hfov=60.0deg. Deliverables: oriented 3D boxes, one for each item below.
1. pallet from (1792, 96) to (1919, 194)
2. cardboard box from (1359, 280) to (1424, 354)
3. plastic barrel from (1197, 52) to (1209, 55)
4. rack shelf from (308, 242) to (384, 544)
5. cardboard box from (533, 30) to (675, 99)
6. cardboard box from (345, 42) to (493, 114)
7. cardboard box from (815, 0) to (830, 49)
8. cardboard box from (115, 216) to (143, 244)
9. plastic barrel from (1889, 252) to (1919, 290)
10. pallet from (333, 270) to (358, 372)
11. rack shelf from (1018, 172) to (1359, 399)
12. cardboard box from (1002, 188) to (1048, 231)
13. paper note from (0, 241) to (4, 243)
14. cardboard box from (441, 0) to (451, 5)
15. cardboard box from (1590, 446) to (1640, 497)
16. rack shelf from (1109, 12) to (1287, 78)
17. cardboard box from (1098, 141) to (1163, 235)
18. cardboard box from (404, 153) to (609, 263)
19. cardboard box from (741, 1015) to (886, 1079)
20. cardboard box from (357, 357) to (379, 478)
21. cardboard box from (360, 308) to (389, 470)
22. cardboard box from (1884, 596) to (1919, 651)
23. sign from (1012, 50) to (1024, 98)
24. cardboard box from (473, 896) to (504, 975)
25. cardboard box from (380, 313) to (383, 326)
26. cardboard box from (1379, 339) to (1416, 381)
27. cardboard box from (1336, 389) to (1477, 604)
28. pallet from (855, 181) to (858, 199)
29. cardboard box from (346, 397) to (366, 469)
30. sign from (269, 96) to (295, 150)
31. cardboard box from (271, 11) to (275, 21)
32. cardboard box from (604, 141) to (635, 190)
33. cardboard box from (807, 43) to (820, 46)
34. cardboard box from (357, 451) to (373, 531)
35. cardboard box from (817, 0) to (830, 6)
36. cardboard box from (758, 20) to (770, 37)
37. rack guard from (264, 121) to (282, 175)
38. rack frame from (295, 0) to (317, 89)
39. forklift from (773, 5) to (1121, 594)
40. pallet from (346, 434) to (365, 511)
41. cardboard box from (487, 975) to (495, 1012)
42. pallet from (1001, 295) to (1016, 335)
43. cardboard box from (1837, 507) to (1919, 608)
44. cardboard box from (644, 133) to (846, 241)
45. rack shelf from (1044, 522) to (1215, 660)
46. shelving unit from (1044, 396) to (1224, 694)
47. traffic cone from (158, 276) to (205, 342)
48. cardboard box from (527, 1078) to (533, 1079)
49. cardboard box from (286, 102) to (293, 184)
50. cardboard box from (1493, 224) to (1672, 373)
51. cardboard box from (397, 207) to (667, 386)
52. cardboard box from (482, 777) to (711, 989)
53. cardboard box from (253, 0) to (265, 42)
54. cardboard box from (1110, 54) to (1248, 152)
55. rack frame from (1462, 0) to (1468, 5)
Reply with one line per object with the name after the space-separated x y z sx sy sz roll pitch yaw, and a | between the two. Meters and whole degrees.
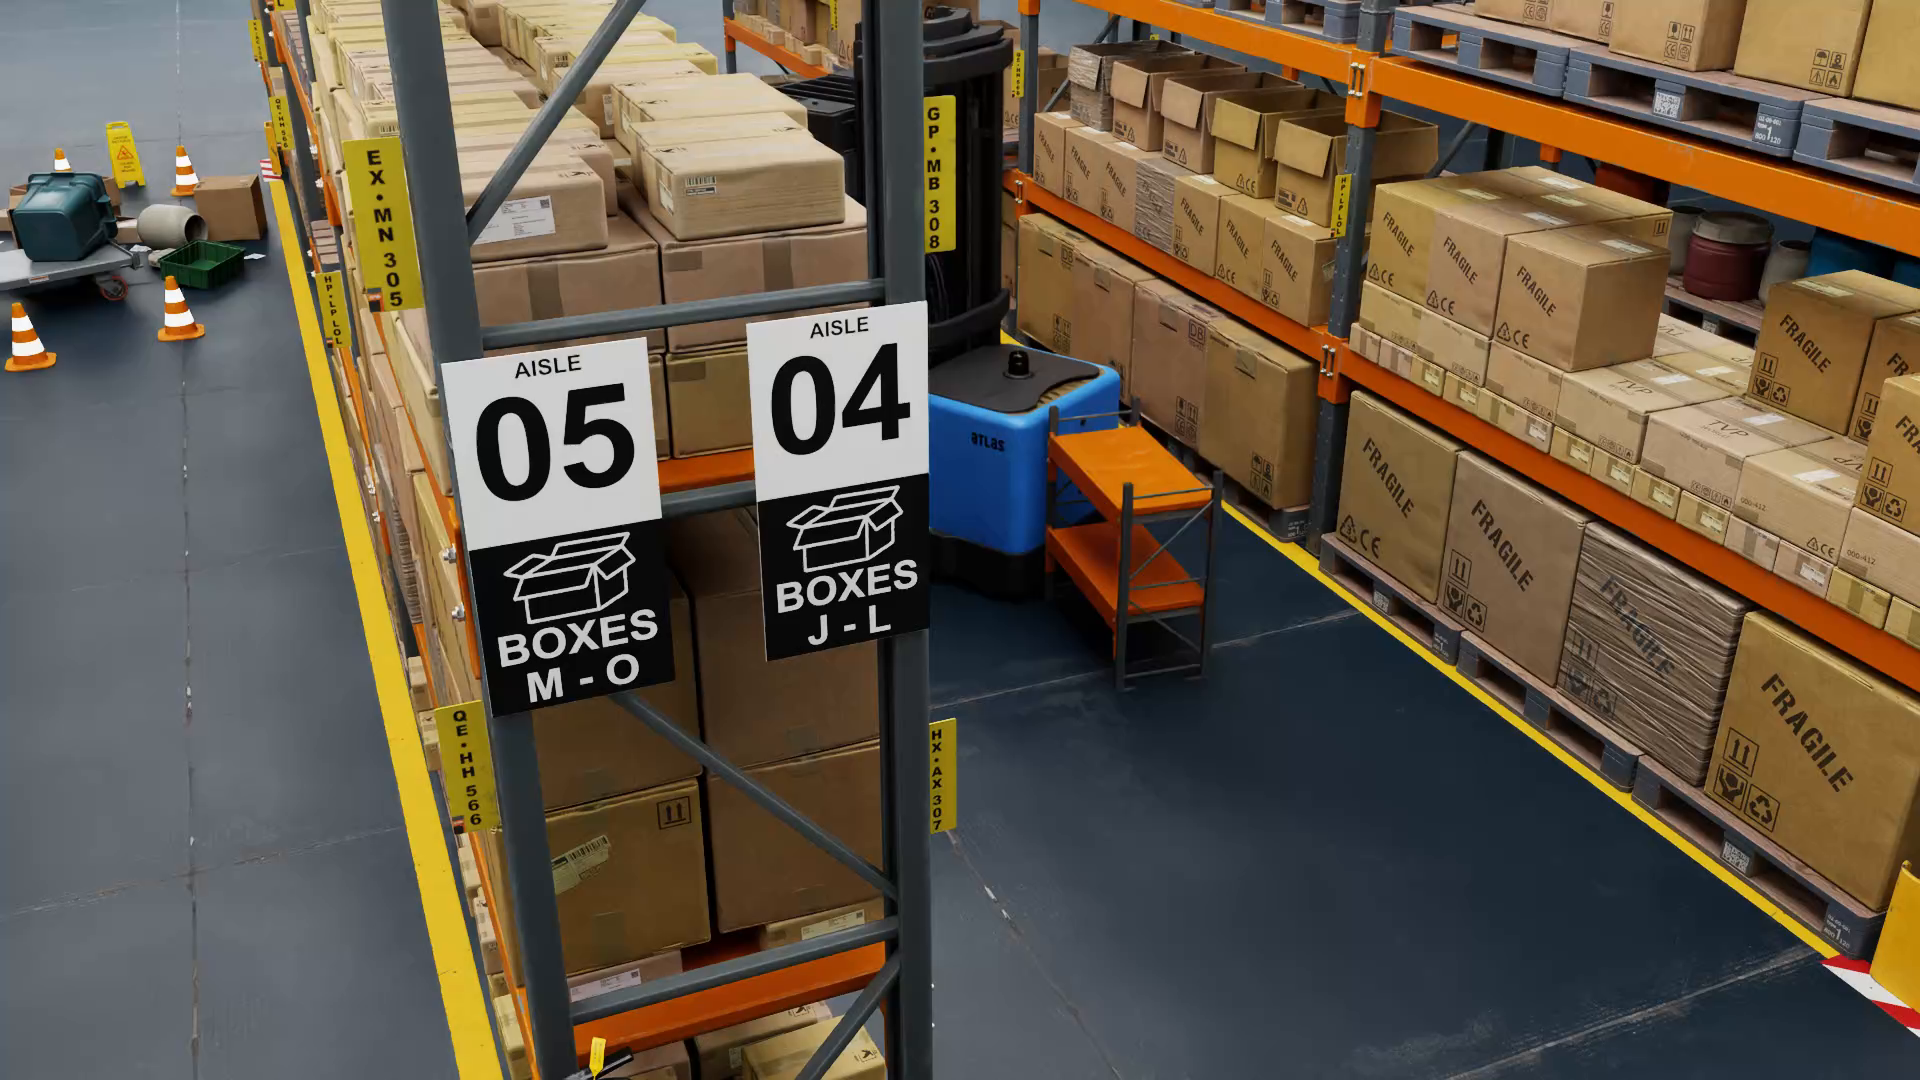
3.748 -1.343 5.764 1.003 0.211 1.213 -11 28 -21 | pallet
2.425 -1.184 8.588 0.500 0.250 0.500 -11 28 -22 | cardboard box
2.864 -5.664 20.288 0.421 0.512 0.421 0 26 0 | plastic barrel
-2.905 -1.025 9.250 1.077 0.370 4.000 -11 28 -21 | rack shelf
-1.054 -1.412 4.952 0.380 0.149 0.250 -10 28 -19 | cardboard box
-1.538 -1.319 4.761 0.380 0.149 0.250 -11 28 -22 | cardboard box
-0.934 -5.161 16.448 0.875 0.500 0.500 -11 28 -21 | cardboard box
-7.623 -2.919 15.426 0.396 0.266 0.258 -6 27 -12 | cardboard box
6.842 -1.672 11.668 0.600 0.901 0.708 -11 28 -21 | plastic barrel
-2.875 -1.277 9.166 1.003 0.211 1.213 -11 28 -21 | pallet
1.698 -1.836 10.912 1.077 0.370 4.000 -11 28 -21 | rack shelf
0.625 -2.644 13.239 0.500 0.250 0.500 -9 28 -19 | cardboard box
-8.940 -2.746 15.353 0.148 0.019 0.142 -1 26 -3 | paper note
-2.004 -1.859 5.866 0.380 0.149 0.250 -11 28 -21 | cardboard box
3.007 -0.329 7.291 0.380 0.149 0.250 -10 28 -20 | cardboard box
3.123 -5.917 19.270 1.077 0.370 4.000 -11 28 -21 | rack shelf
1.263 -2.355 11.041 0.500 0.500 0.500 -11 28 -22 | cardboard box
-0.956 -0.694 3.481 0.380 0.149 0.250 -11 28 -21 | cardboard box
-0.448 1.629 5.087 0.380 0.149 0.250 -12 28 -23 | cardboard box
-2.160 -0.476 6.853 0.500 0.500 0.500 -11 28 -22 | cardboard box
-1.783 -0.529 5.823 0.500 0.500 0.500 -10 28 -20 | cardboard box
3.606 0.288 6.027 0.380 0.149 0.250 -10 28 -20 | cardboard box
0.420 -3.355 11.973 0.100 0.325 0.005 -11 28 -21 | sign
-1.459 1.321 5.719 0.380 0.149 0.250 -10 28 -19 | cardboard box
-1.365 -0.752 4.623 0.500 0.250 0.500 -9 28 -18 | cardboard box
2.394 -0.957 8.577 0.380 0.149 0.250 -12 28 -22 | cardboard box
2.666 -0.306 8.901 0.875 0.875 0.875 -11 28 -21 | cardboard box
-0.947 -3.594 16.870 1.003 0.211 1.213 -11 28 -21 | pallet
-3.055 -0.621 9.119 0.500 0.250 0.500 -12 28 -23 | cardboard box
-4.198 -2.579 10.294 0.100 0.325 0.005 -11 28 -21 | sign
-3.709 -3.272 9.500 0.500 0.500 0.500 -11 28 -21 | cardboard box
-0.693 -0.864 4.282 0.500 0.250 0.500 -11 28 -21 | cardboard box
-1.315 -4.924 16.703 0.380 0.149 0.250 -11 28 -21 | cardboard box
-3.041 -0.277 9.268 0.500 0.500 0.500 -11 28 -22 | cardboard box
-1.081 -5.344 15.684 0.500 0.500 0.500 -11 28 -21 | cardboard box
-1.953 -5.521 17.924 0.380 0.149 0.250 -11 28 -21 | cardboard box
-6.831 -4.272 17.929 1.175 0.500 0.348 -11 28 -21 | rack guard
-2.122 -3.237 6.123 1.000 3.000 0.127 -11 28 -21 | rack frame
-0.574 -1.522 9.526 3.031 2.935 1.130 18 31 33 | forklift
-3.384 -0.587 10.711 1.003 0.211 1.213 -11 28 -21 | pallet
-1.438 1.592 5.841 0.380 0.149 0.250 -12 28 -23 | cardboard box
0.610 -2.030 13.667 1.003 0.211 1.213 -11 28 -21 | pallet
3.614 0.046 6.068 0.500 0.250 0.500 -11 28 -21 | cardboard box
-0.473 -0.780 3.657 0.380 0.149 0.250 -11 28 -21 | cardboard box
0.852 0.220 8.574 0.538 0.278 1.000 -8 27 -15 | rack shelf
0.852 0.001 8.467 0.538 1.125 1.048 -8 27 -15 | shelving unit
-6.119 -1.830 12.970 0.336 0.463 0.334 -11 28 -21 | traffic cone
-1.230 1.659 5.365 0.380 0.149 0.250 -12 28 -23 | cardboard box
-4.706 -2.946 12.251 0.500 0.500 0.500 -10 28 -20 | cardboard box
2.828 -1.109 7.579 0.500 0.500 0.500 -11 28 -22 | cardboard box
-0.970 -0.573 3.688 0.500 0.250 0.500 -11 28 -22 | cardboard box
-0.968 0.758 4.325 0.500 0.500 0.500 -10 28 -20 | cardboard box
-5.690 -4.680 14.515 0.875 0.550 0.550 -11 28 -21 | cardboard box
1.439 -2.901 11.016 0.797 0.503 0.637 -10 28 -19 | cardboard box
6.899 -7.897 22.506 1.000 3.000 0.127 -11 28 -21 | rack frame
